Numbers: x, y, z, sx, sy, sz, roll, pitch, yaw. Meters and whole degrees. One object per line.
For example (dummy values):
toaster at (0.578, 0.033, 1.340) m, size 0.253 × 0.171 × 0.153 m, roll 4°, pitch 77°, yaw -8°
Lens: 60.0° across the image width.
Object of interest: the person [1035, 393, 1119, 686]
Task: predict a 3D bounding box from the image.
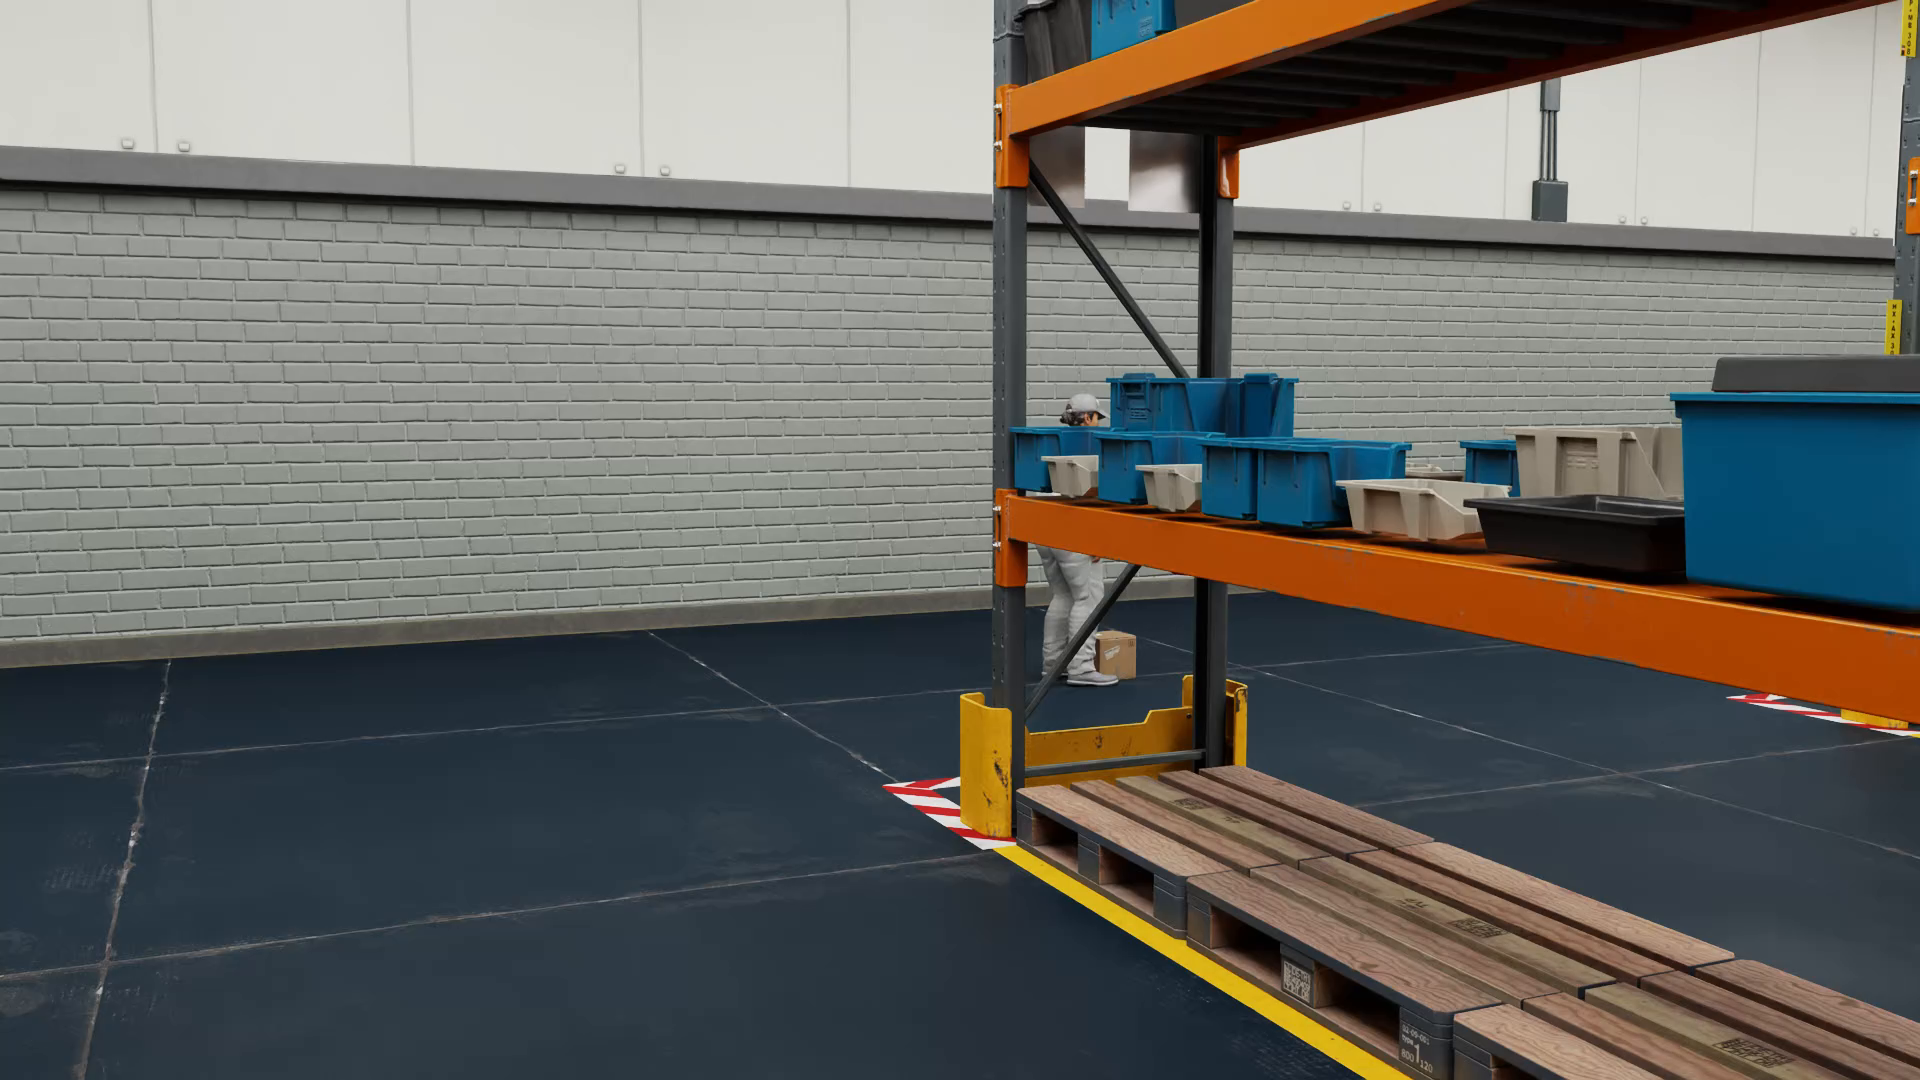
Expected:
person at (0.670, -0.014, 9.610) m, size 0.468 × 1.666 × 0.541 m, roll -2°, pitch 6°, yaw -24°
